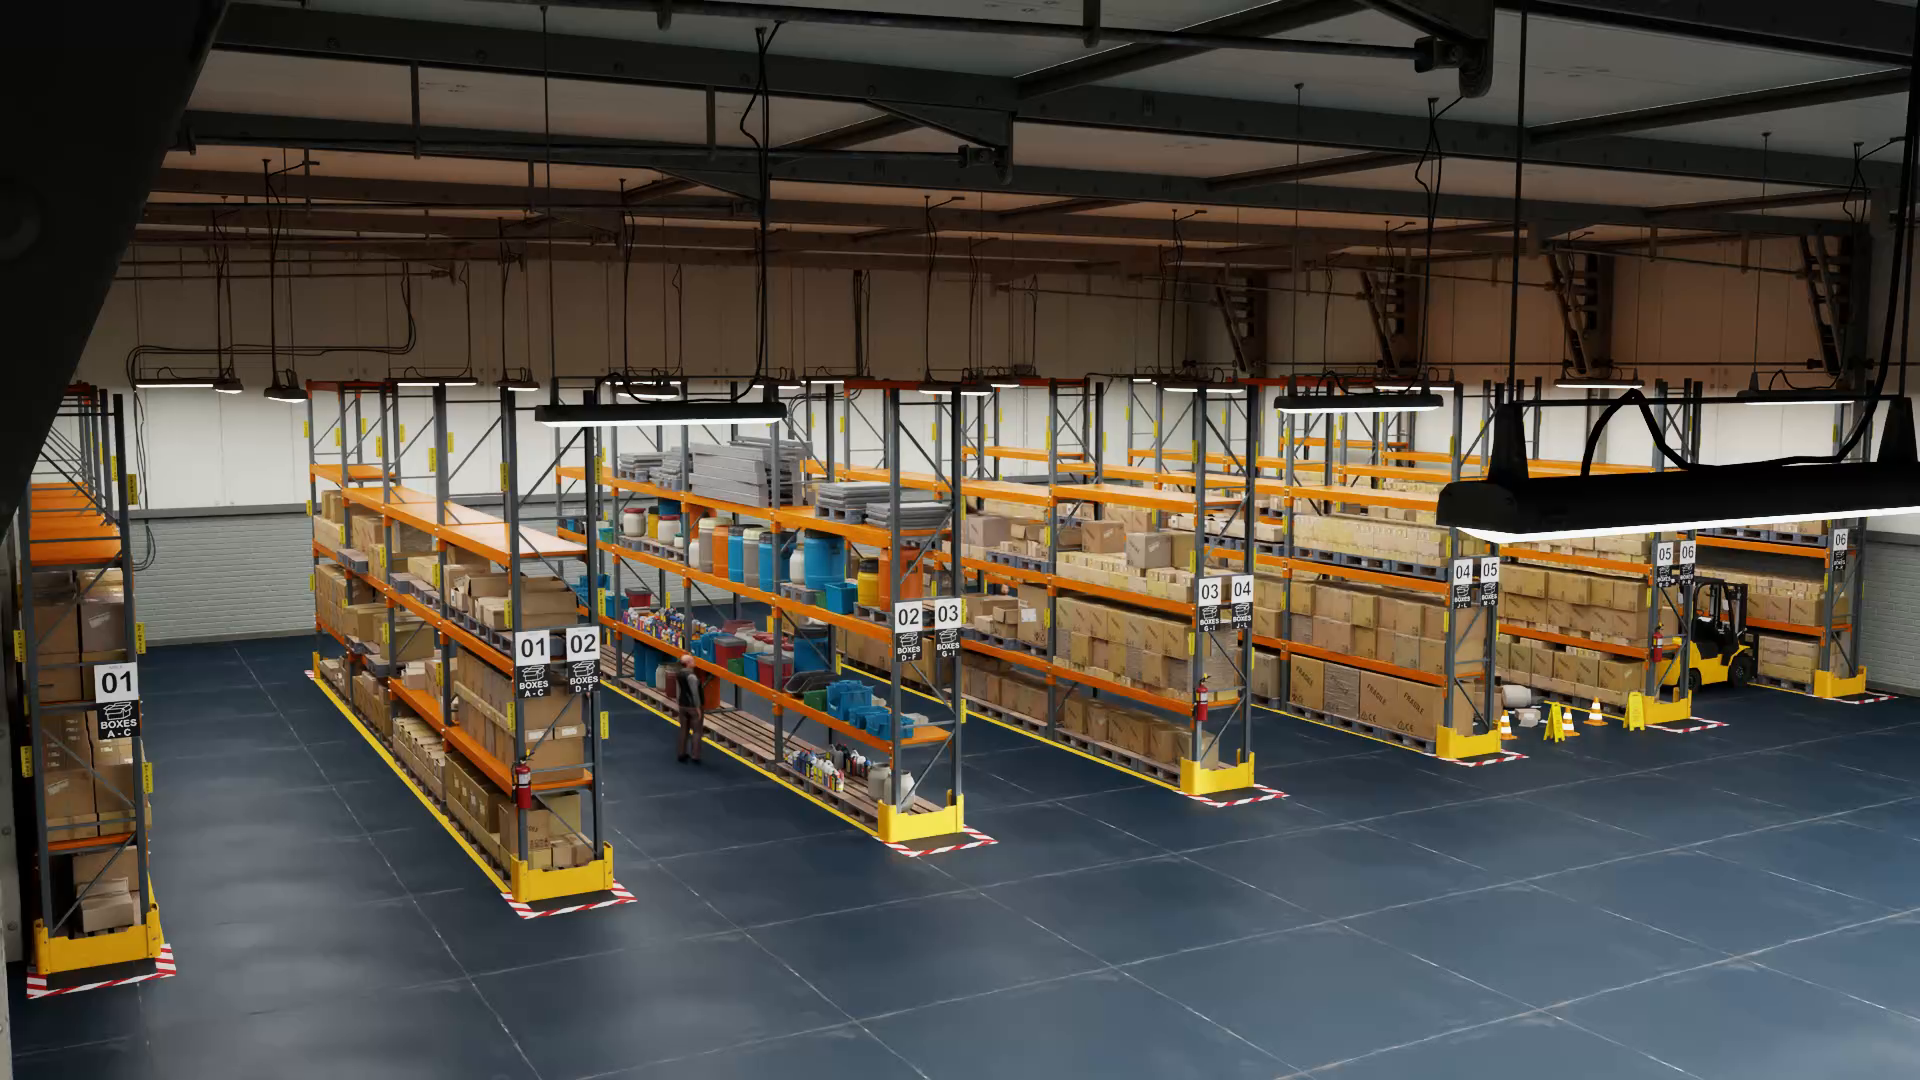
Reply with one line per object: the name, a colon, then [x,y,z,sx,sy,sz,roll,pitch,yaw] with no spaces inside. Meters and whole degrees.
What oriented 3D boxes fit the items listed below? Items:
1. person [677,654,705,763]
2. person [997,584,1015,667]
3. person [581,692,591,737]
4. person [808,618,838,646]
person: [-4.263,2.665,26.410,0.573,1.731,0.446,5,8,38]
person: [0.944,1.730,33.470,0.597,1.686,0.978,-3,7,-27]
person: [-6.373,2.578,28.335,0.389,1.492,0.906,-3,7,-24]
person: [-2.746,2.018,32.820,0.532,1.582,1.013,-4,7,-31]
